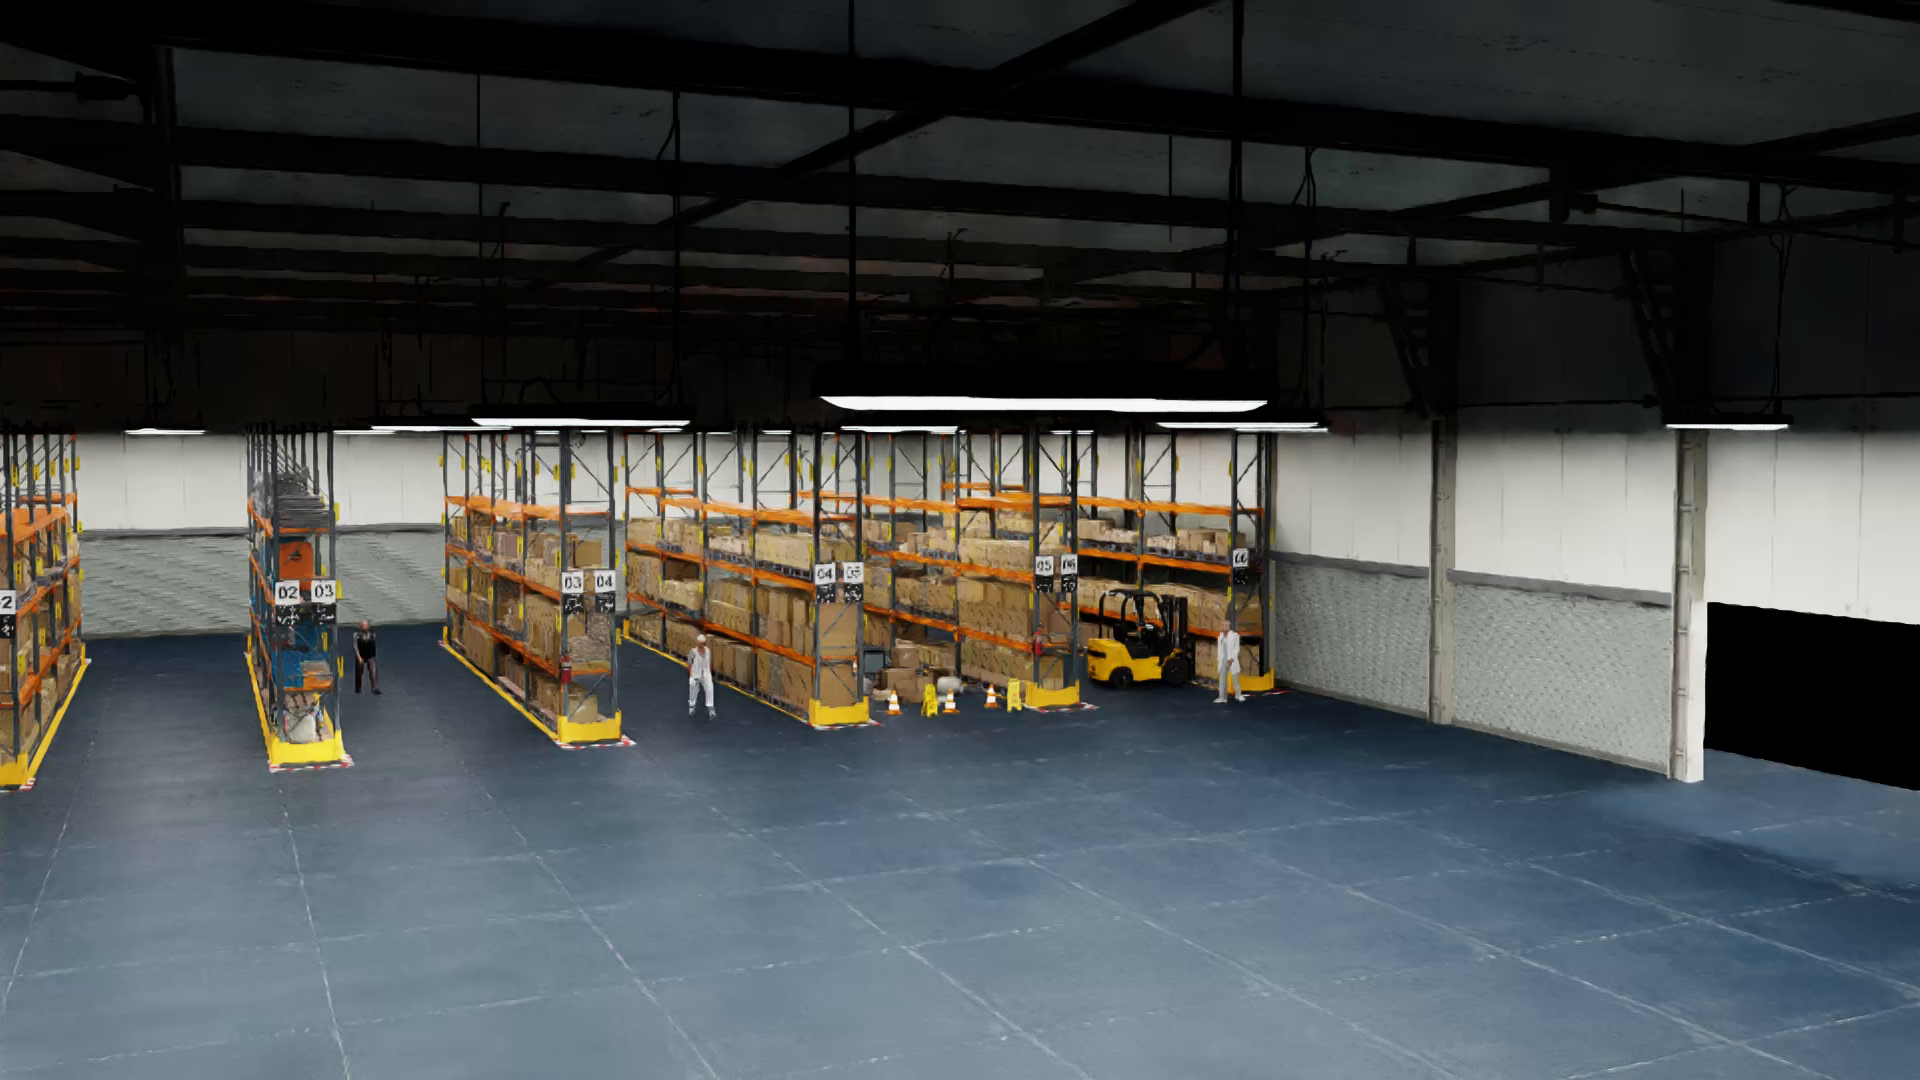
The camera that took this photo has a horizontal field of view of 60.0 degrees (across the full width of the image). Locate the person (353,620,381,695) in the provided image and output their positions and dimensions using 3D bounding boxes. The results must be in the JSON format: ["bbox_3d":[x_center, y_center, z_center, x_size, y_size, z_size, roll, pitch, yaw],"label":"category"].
[{"bbox_3d":[-13.146,2.592,36.742,0.537,1.652,1.013,-2,4,-33],"label":"person"}]

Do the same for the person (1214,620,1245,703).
[{"bbox_3d":[5.793,2.603,35.785,0.605,1.770,0.767,3,5,38],"label":"person"}]

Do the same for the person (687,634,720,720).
[{"bbox_3d":[-5.222,2.750,33.555,0.557,1.705,1.116,-2,4,-27],"label":"person"}]
